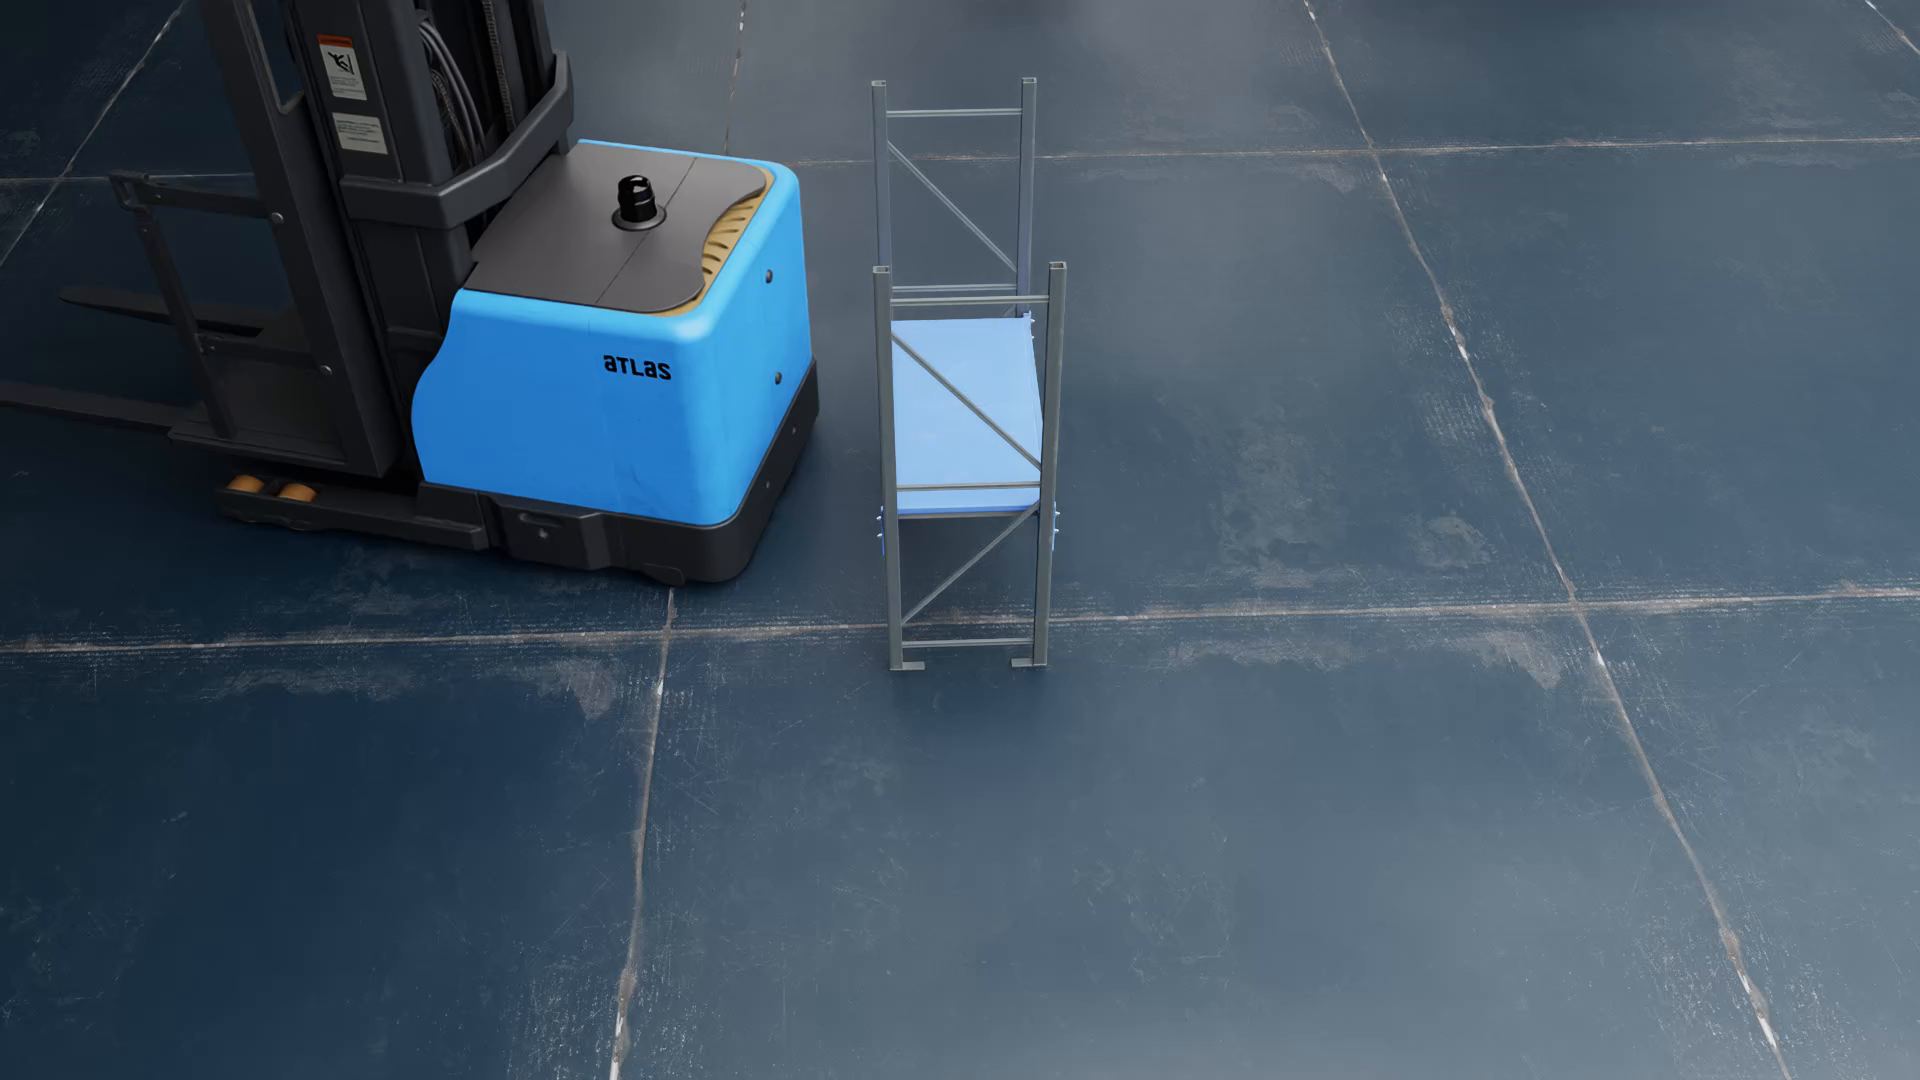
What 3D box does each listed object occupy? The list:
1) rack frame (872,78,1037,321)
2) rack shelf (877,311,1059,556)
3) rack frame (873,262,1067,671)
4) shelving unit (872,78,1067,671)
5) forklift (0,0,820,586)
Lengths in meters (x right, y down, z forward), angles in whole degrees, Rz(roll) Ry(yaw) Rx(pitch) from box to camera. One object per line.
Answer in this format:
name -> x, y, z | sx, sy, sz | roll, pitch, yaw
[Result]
rack frame -> -0.018, -0.838, 5.555 | 0.500, 1.500, 0.032 | -2, 43, -2
rack shelf -> 0.004, -0.363, 5.302 | 0.538, 0.185, 1.000 | -2, 43, -2
rack frame -> 0.025, -0.152, 4.806 | 0.500, 1.500, 0.032 | -2, 43, -2
shelving unit -> 0.004, -0.495, 5.180 | 0.538, 1.500, 1.048 | -2, 43, -2
forklift -> -2.094, -1.450, 5.163 | 3.031, 2.935, 1.130 | 9, 43, 10
